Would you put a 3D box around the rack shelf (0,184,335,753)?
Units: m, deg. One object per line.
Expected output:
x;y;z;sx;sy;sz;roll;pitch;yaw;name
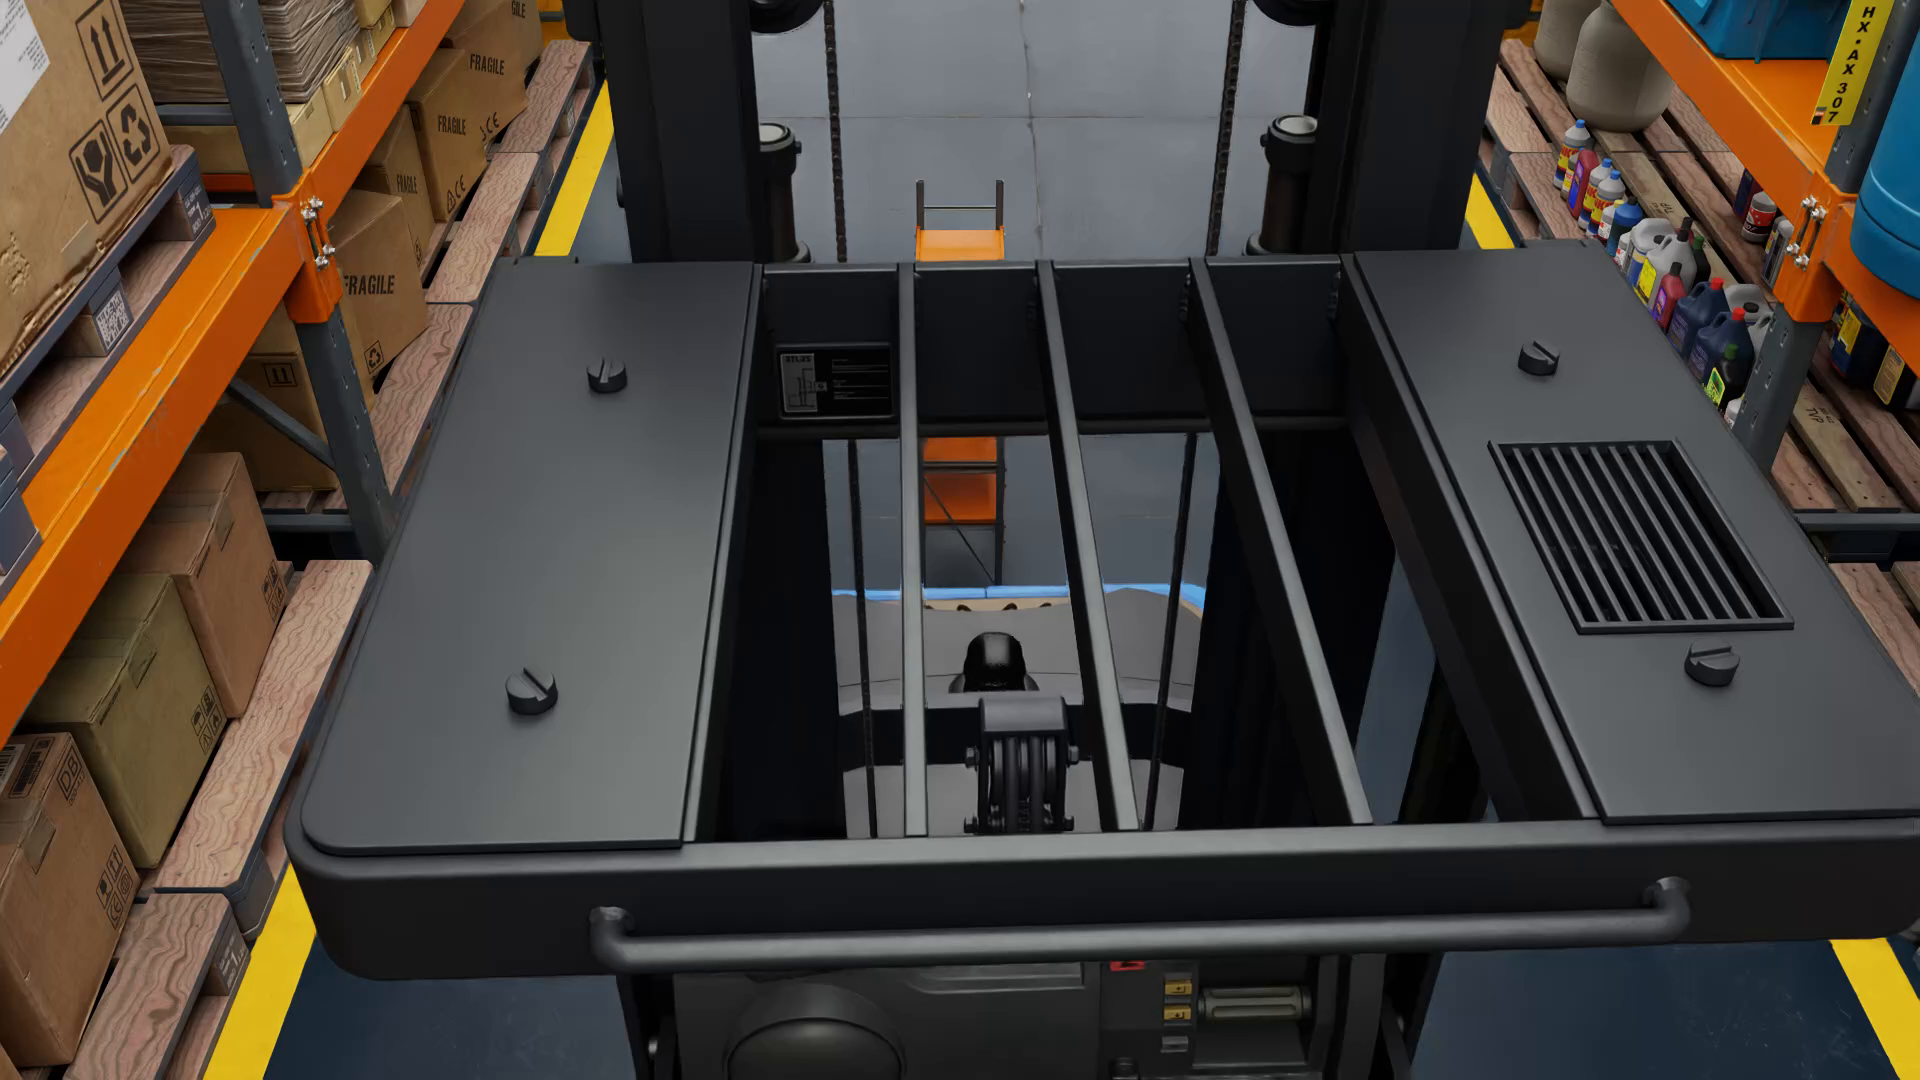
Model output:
-2.205;0.475;2.834;1.077;0.370;4.000;0;39;0;rack shelf

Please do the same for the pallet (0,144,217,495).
-2.351;-0.504;3.633;1.003;0.211;1.213;0;39;0;pallet

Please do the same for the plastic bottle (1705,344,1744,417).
2.416;-0.473;5.261;0.061;0.283;0.133;2;39;2;plastic bottle

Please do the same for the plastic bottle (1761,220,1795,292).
3.011;-1.042;5.978;0.152;0.276;0.135;0;39;0;plastic bottle

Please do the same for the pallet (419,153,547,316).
-2.247;-1.153;6.521;1.003;0.211;1.213;0;39;0;pallet

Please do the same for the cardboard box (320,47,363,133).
-1.894;-1.250;4.612;0.380;0.149;0.250;0;39;0;cardboard box

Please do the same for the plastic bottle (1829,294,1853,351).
3.039;-0.763;5.633;0.097;0.271;0.097;0;39;0;plastic bottle

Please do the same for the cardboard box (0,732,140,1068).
-2.245;0.779;3.526;0.700;0.500;0.500;-3;39;-4;cardboard box

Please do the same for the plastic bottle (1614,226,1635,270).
2.433;-1.040;6.035;0.097;0.201;0.097;0;39;0;plastic bottle

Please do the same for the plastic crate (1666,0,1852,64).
2.473;-1.694;5.084;0.499;0.251;0.616;0;39;0;plastic crate

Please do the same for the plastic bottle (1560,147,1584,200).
2.432;-1.443;6.537;0.097;0.201;0.097;0;39;0;plastic bottle

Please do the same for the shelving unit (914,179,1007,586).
0.000;-0.365;4.746;0.258;1.200;0.503;0;39;0;shelving unit

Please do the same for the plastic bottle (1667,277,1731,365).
2.457;-0.721;5.517;0.144;0.351;0.185;-2;39;-2;plastic bottle

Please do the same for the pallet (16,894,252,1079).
-2.200;1.283;3.480;1.003;0.211;1.213;0;39;0;pallet

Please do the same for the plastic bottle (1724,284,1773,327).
2.605;-0.708;5.560;0.152;0.276;0.135;0;39;0;plastic bottle

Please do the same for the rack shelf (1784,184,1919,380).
2.748;0.471;2.839;1.077;0.370;4.000;0;39;0;rack shelf

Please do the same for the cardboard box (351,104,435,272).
-2.255;-1.242;6.064;0.500;0.500;0.500;-3;39;-4;cardboard box

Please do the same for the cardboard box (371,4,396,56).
-1.931;-1.562;5.002;0.380;0.149;0.250;0;39;0;cardboard box

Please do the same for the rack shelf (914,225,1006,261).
0.000;-0.671;4.500;0.258;0.148;0.480;0;39;0;rack shelf

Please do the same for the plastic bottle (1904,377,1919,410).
3.156;-0.571;5.390;0.152;0.276;0.135;1;39;2;plastic bottle

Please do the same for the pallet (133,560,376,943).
-2.204;0.518;4.435;1.003;0.211;1.213;0;39;0;pallet

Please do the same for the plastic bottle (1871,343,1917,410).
3.050;-0.573;5.387;0.061;0.283;0.133;0;39;0;plastic bottle

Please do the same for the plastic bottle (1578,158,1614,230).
2.432;-1.320;6.329;0.097;0.271;0.097;0;39;0;plastic bottle

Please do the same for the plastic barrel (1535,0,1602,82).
2.819;-2.343;7.429;0.421;0.512;0.421;0;39;0;plastic barrel

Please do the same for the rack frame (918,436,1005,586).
0.000;-0.212;4.555;0.240;1.200;0.015;0;39;0;rack frame

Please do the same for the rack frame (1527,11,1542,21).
2.742;-3.562;7.296;1.000;3.000;0.127;0;39;0;rack frame

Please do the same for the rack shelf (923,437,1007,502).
0.000;-0.312;4.788;0.258;0.148;0.480;0;39;0;rack shelf

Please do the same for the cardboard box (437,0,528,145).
-2.192;-1.982;6.988;0.500;0.500;0.500;10;40;12;cardboard box

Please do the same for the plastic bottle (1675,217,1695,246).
2.567;-0.999;5.918;0.061;0.283;0.133;0;39;0;plastic bottle

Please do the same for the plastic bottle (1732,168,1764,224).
3.048;-1.367;6.378;0.061;0.283;0.133;0;39;0;plastic bottle

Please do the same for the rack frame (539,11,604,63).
-2.211;-3.558;7.291;1.000;3.000;0.127;0;39;0;rack frame

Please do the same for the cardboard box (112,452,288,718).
-2.228;0.131;4.335;0.700;0.500;0.500;-3;39;-4;cardboard box

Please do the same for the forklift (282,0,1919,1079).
0.102;0.705;2.026;1.130;2.935;3.031;-1;39;-2;forklift

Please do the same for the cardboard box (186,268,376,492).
-2.167;-0.495;5.133;0.500;0.500;0.500;-1;39;-1;cardboard box

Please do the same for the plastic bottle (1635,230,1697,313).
2.457;-0.923;5.769;0.144;0.351;0.185;0;39;0;plastic bottle

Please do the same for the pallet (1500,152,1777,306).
2.783;-1.157;6.525;1.003;0.211;1.213;0;39;0;pallet

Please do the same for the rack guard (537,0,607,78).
-2.211;-2.535;8.014;1.175;0.500;0.348;0;39;0;rack guard

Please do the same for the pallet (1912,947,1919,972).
2.790;1.284;3.479;1.003;0.211;1.213;0;39;0;pallet

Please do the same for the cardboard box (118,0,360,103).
-2.145;-1.493;4.397;0.875;0.500;0.500;0;39;0;cardboard box

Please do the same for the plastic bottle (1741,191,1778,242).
3.030;-1.237;6.281;0.097;0.201;0.097;0;39;0;plastic bottle

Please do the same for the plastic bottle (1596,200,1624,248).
2.433;-1.169;6.195;0.097;0.201;0.097;0;39;0;plastic bottle
